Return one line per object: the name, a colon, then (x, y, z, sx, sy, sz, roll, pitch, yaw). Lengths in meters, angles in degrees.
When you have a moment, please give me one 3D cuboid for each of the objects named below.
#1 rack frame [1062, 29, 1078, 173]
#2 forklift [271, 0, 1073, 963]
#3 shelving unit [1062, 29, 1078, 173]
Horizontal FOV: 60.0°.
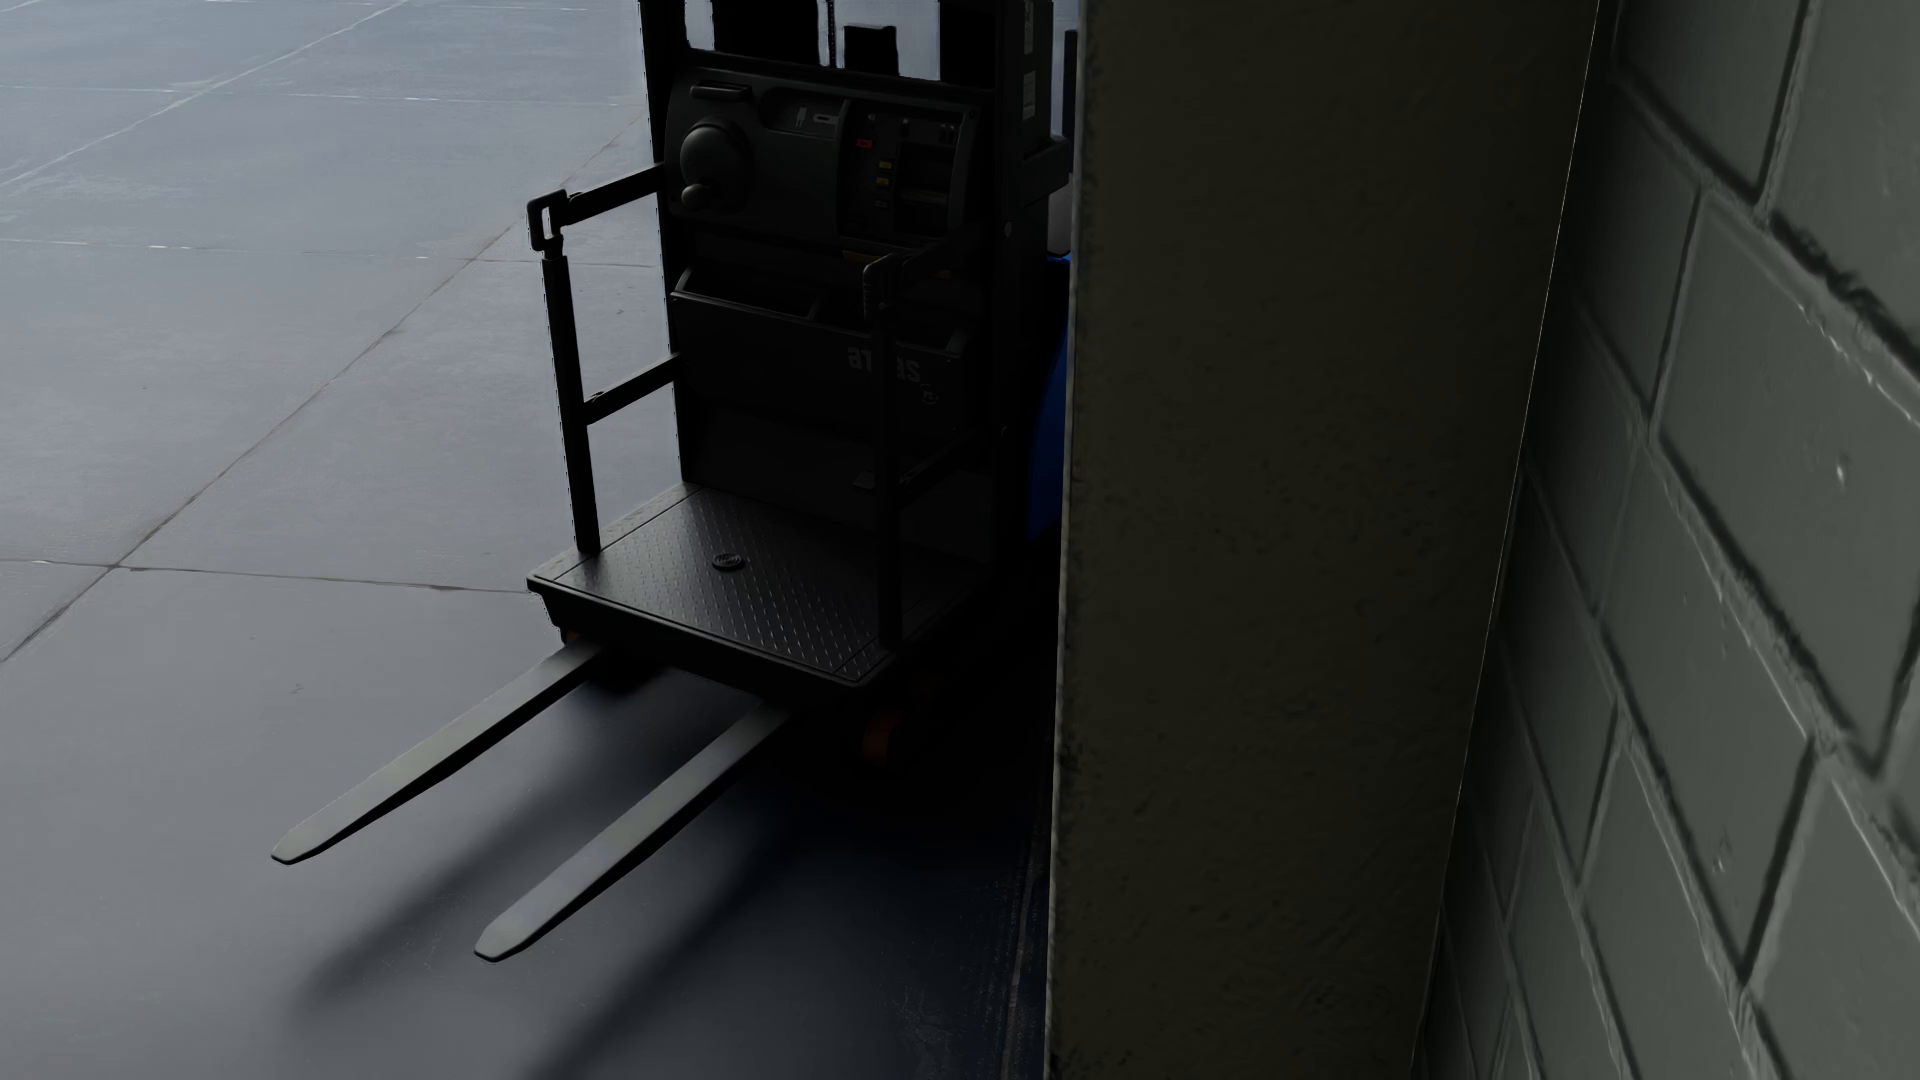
rack frame: (0.579, -0.929, 5.557, 0.500, 1.500, 0.032, 3, 28, 6)
forklift: (-0.469, -0.942, 4.072, 1.130, 2.935, 3.031, 15, 32, 26)
shelving unit: (0.638, -1.173, 6.010, 0.587, 1.500, 1.083, 3, 28, 6)
